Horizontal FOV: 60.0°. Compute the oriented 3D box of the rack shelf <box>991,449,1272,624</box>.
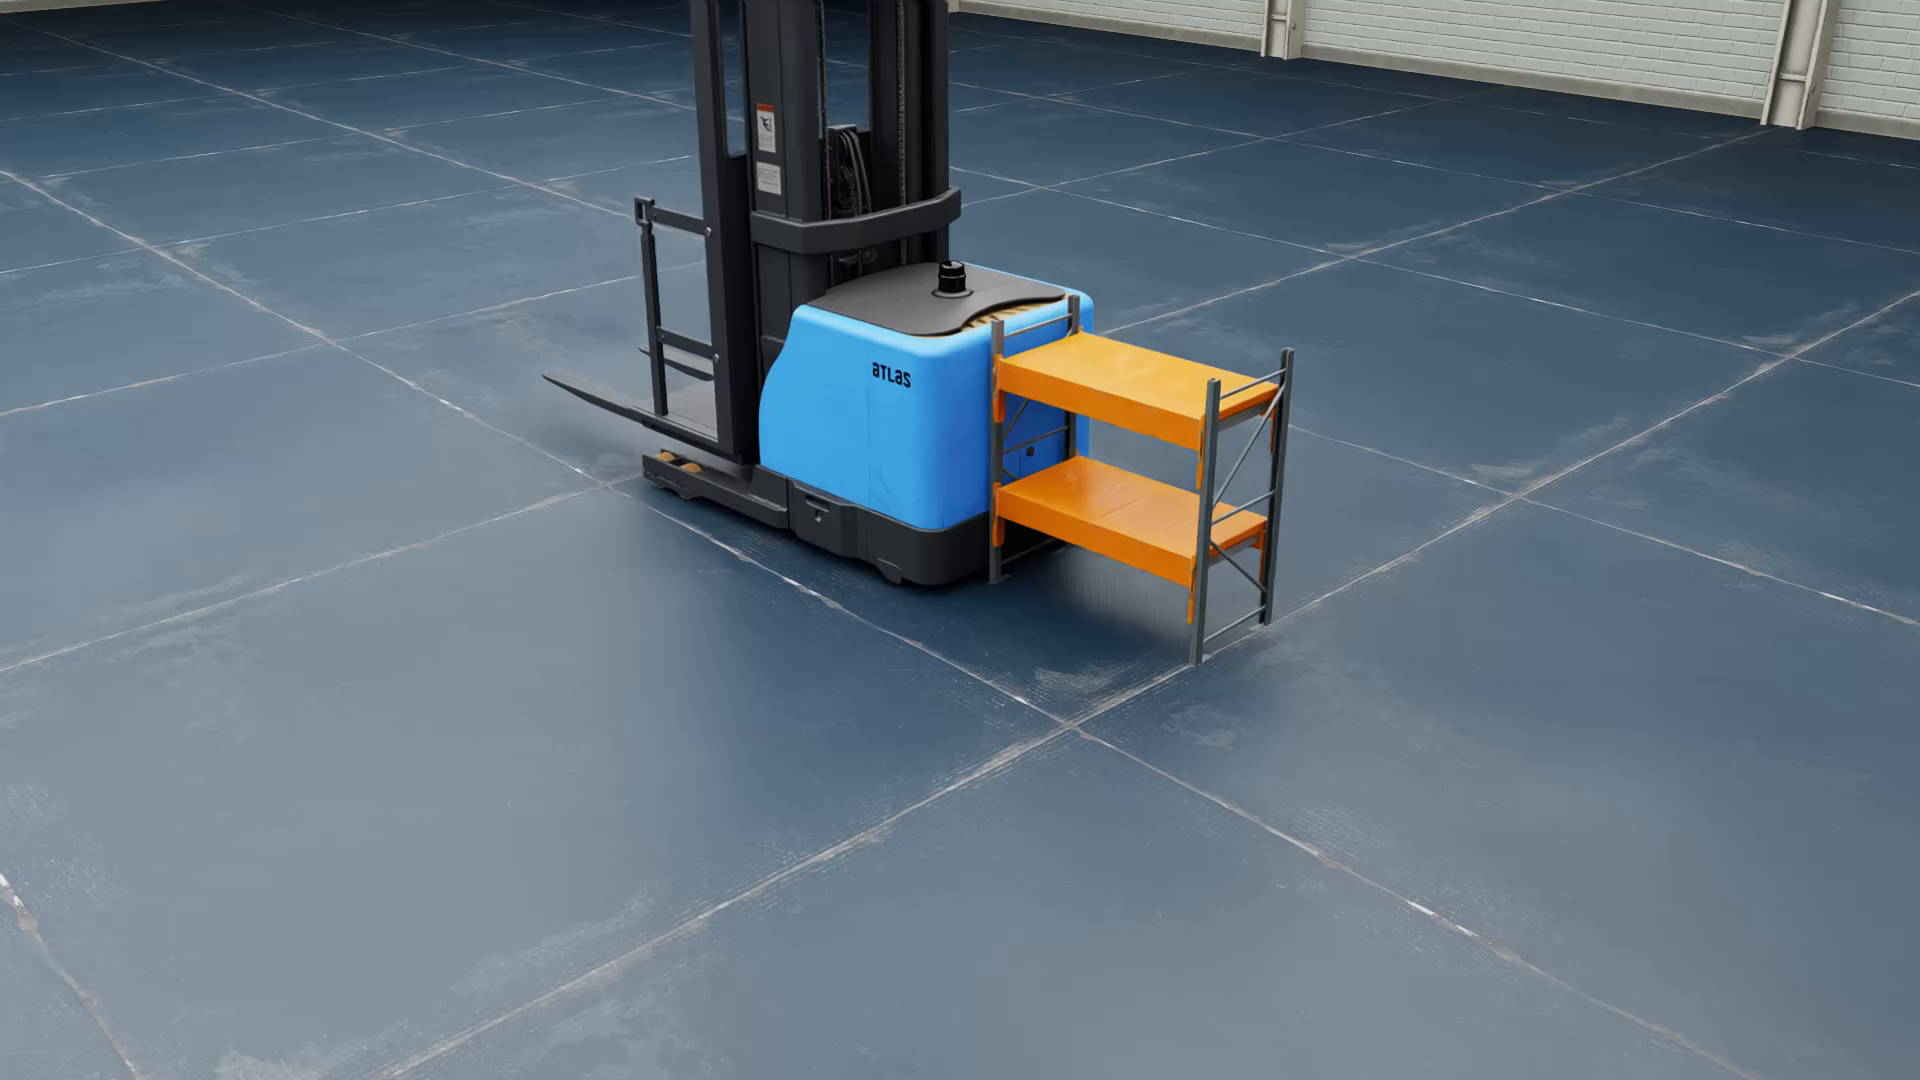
[{"bbox_3d":[0.670,-0.036,6.563,1.000,0.278,0.538,22,32,39],"label":"rack shelf"}]

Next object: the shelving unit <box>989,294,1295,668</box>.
[{"bbox_3d":[0.670,-0.258,6.461,1.048,1.125,0.538,22,32,39],"label":"shelving unit"}]

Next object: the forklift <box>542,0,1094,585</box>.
[{"bbox_3d":[-0.840,-1.658,7.352,3.031,2.935,1.130,22,32,39],"label":"forklift"}]

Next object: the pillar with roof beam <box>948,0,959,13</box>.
[{"bbox_3d":[-3.379,-10.505,19.435,9.100,9.000,0.400,-21,32,-38],"label":"pillar with roof beam"}]

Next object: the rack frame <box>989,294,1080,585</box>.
[{"bbox_3d":[0.302,-0.404,6.780,0.032,1.125,0.500,22,32,39],"label":"rack frame"}]

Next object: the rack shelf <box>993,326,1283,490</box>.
[{"bbox_3d":[0.670,-0.525,6.340,1.000,0.278,0.538,22,32,39],"label":"rack shelf"}]

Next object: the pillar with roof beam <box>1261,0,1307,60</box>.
[{"bbox_3d":[0.722,-8.687,15.450,9.100,9.000,0.400,-21,32,-38],"label":"pillar with roof beam"}]

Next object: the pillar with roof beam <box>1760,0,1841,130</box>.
[{"bbox_3d":[4.823,-6.869,11.466,9.100,9.000,0.400,-21,32,-38],"label":"pillar with roof beam"}]

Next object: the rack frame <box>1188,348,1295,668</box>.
[{"bbox_3d":[1.038,-0.113,6.142,0.032,1.125,0.500,22,32,39],"label":"rack frame"}]
